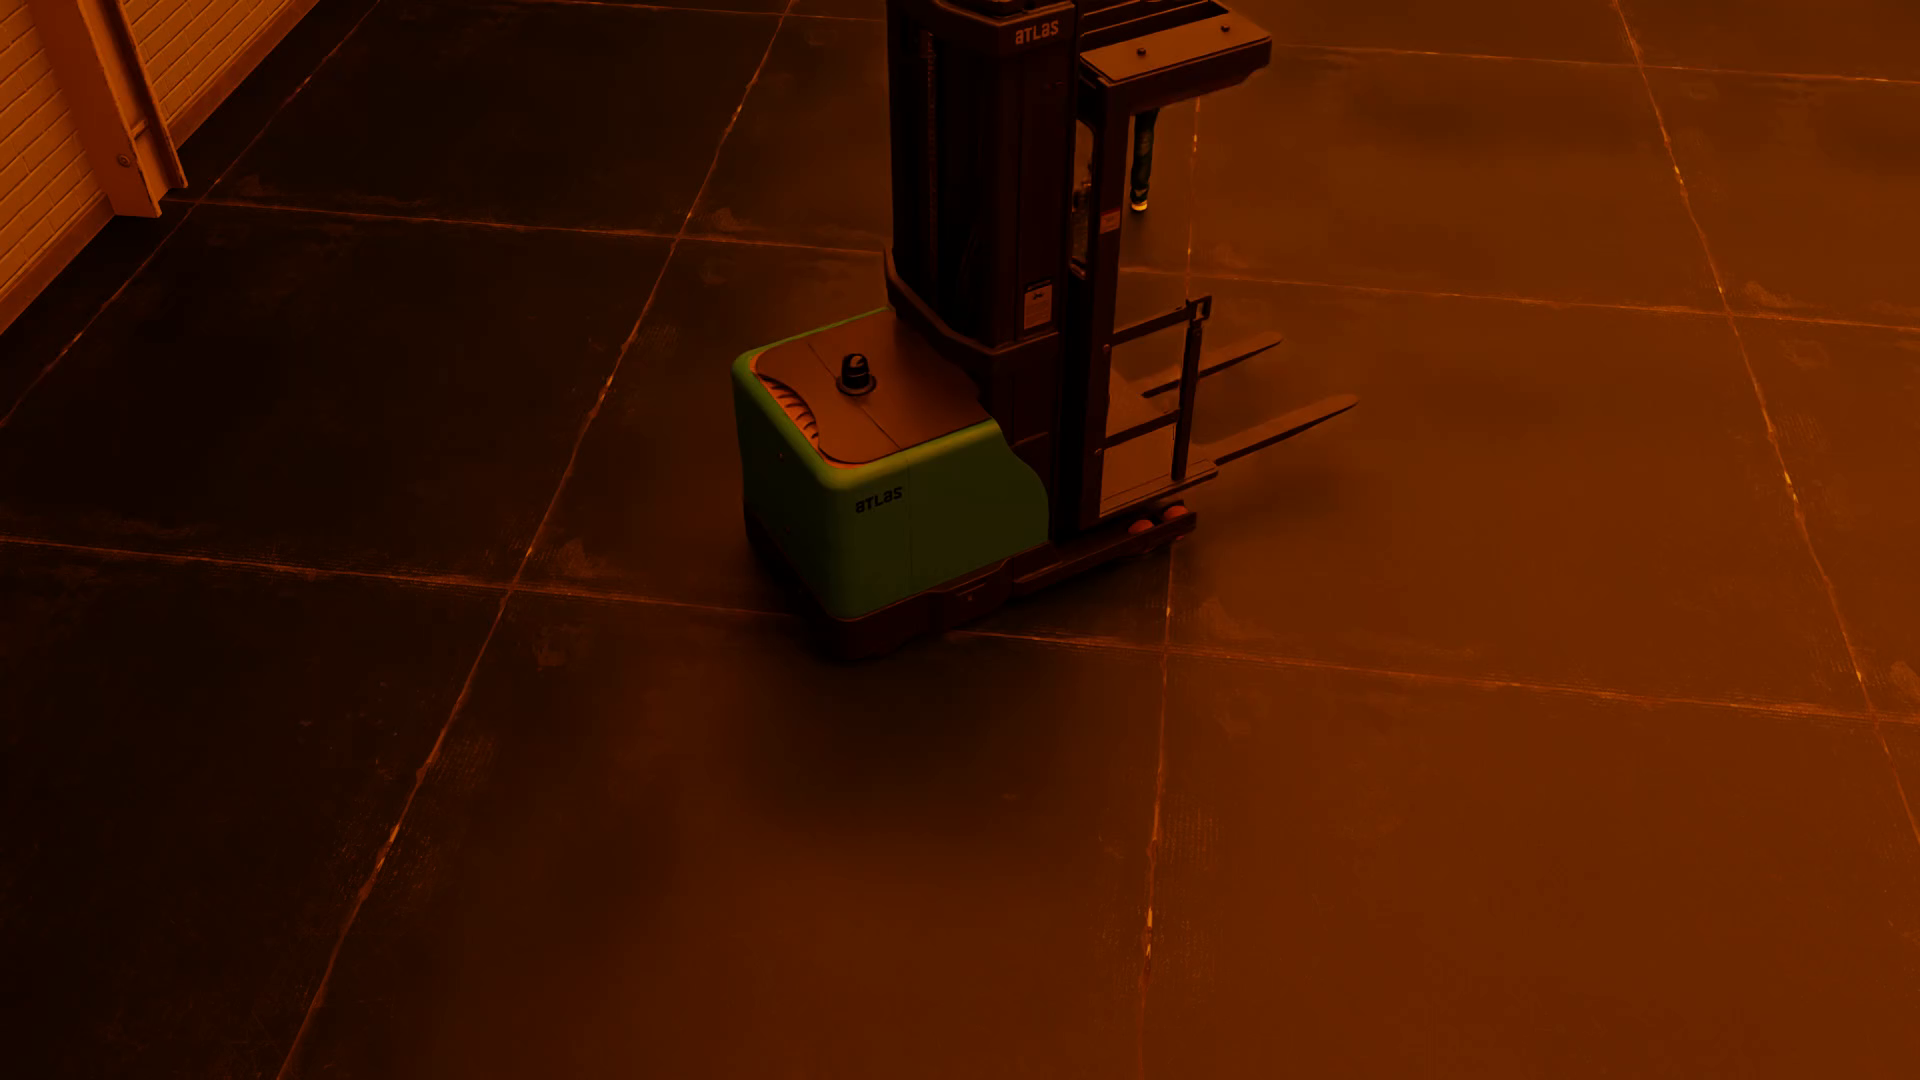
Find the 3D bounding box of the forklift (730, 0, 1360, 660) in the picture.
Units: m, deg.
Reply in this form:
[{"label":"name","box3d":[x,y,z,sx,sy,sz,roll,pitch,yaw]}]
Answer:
[{"label":"forklift","box3d":[0.528,-1.300,7.140,3.031,2.935,1.130,-21,47,-22]}]

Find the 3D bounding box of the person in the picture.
[{"label":"person","box3d":[1.017,-2.674,9.675,0.510,1.627,0.459,-2,43,-3]}]
